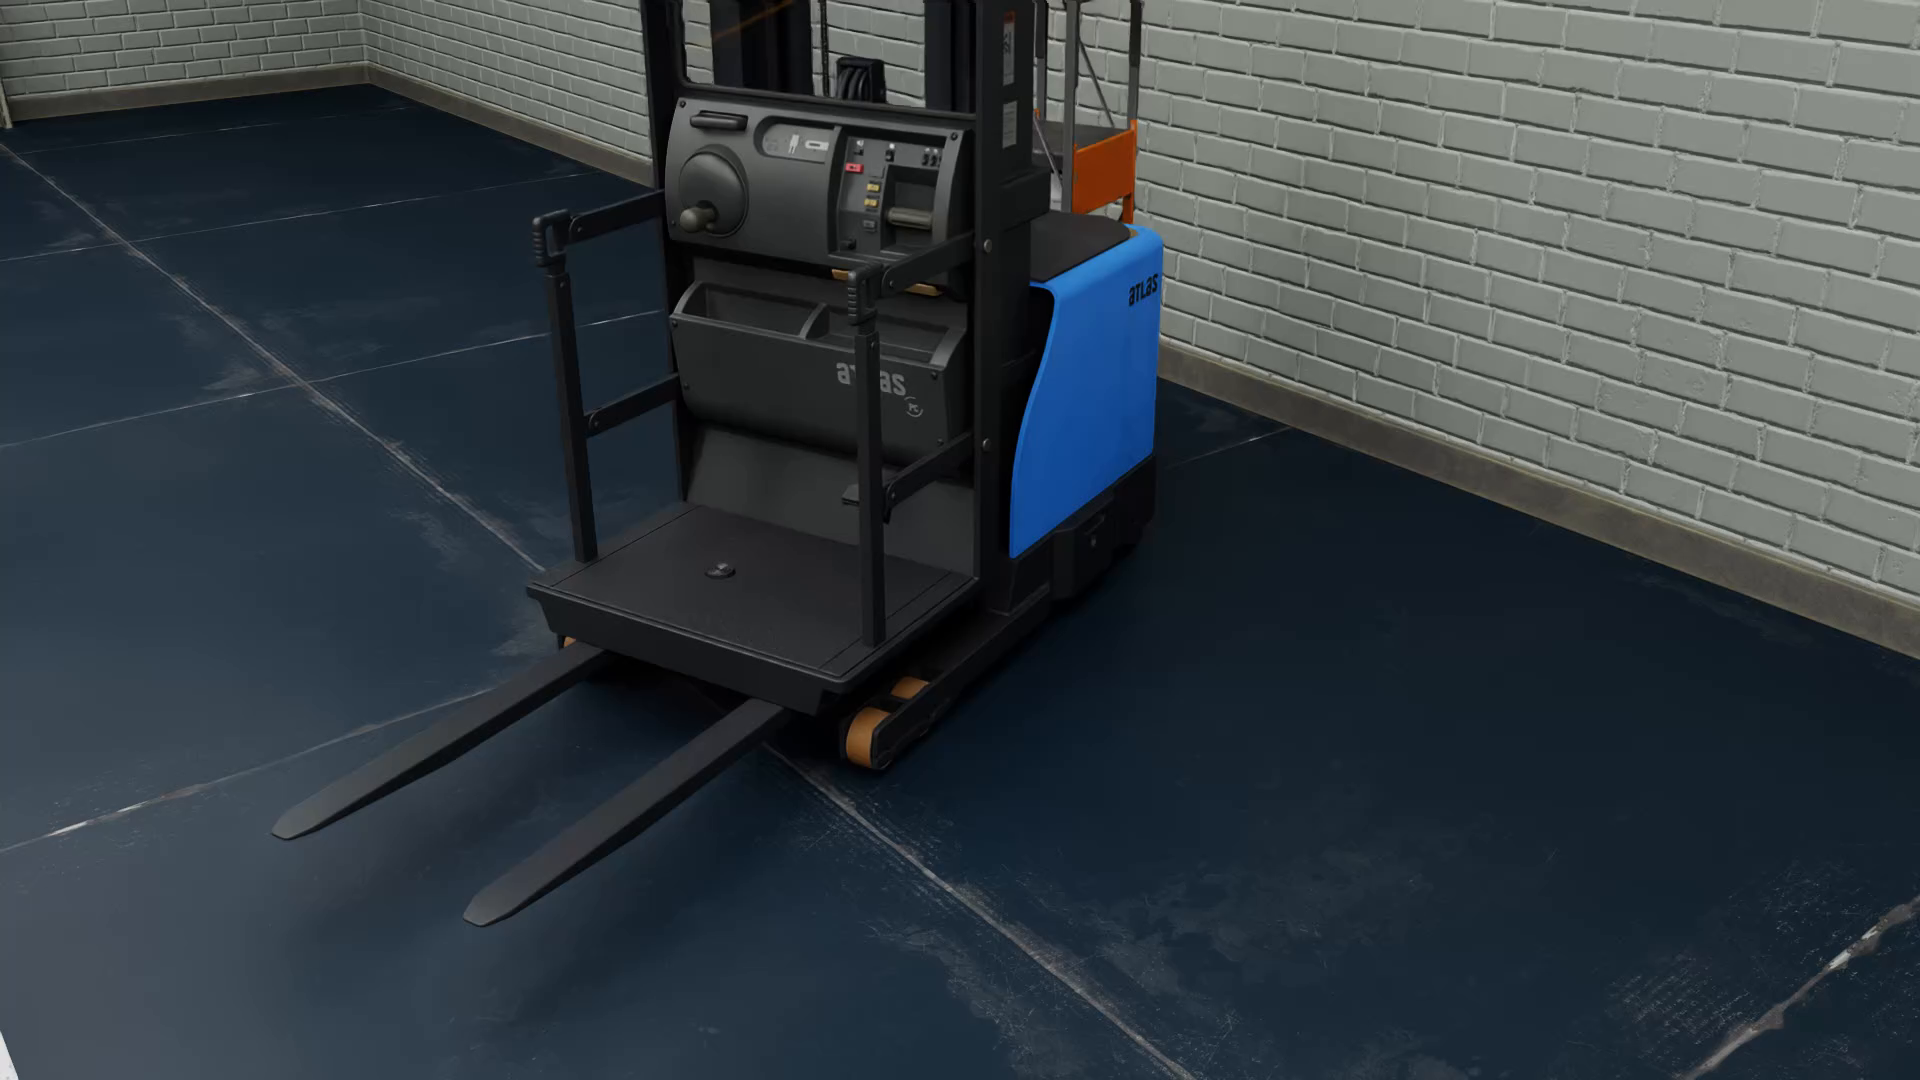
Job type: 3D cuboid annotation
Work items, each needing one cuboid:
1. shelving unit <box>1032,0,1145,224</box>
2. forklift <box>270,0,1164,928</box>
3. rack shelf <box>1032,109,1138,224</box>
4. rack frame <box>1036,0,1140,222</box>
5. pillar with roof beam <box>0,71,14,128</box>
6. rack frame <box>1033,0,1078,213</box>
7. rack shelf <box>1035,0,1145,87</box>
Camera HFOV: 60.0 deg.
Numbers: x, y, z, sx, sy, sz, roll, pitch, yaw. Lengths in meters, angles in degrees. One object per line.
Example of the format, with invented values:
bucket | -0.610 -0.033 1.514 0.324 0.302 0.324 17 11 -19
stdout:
shelving unit | 0.328 -1.219 5.883 0.431 2.100 0.503 14 28 28
forklift | -0.513 -0.938 4.289 1.130 2.935 3.031 14 28 28
rack shelf | 0.328 -1.207 5.889 0.431 0.518 0.480 14 28 28
rack frame | 0.453 -1.308 6.073 0.400 2.100 0.015 14 28 28
pillar with roof beam | -4.621 -5.717 7.380 0.400 9.000 9.100 -18 31 -34
rack frame | 0.203 -1.131 5.693 0.400 2.100 0.015 14 28 28
rack shelf | 0.328 -1.842 5.594 0.431 0.518 0.480 14 28 28
